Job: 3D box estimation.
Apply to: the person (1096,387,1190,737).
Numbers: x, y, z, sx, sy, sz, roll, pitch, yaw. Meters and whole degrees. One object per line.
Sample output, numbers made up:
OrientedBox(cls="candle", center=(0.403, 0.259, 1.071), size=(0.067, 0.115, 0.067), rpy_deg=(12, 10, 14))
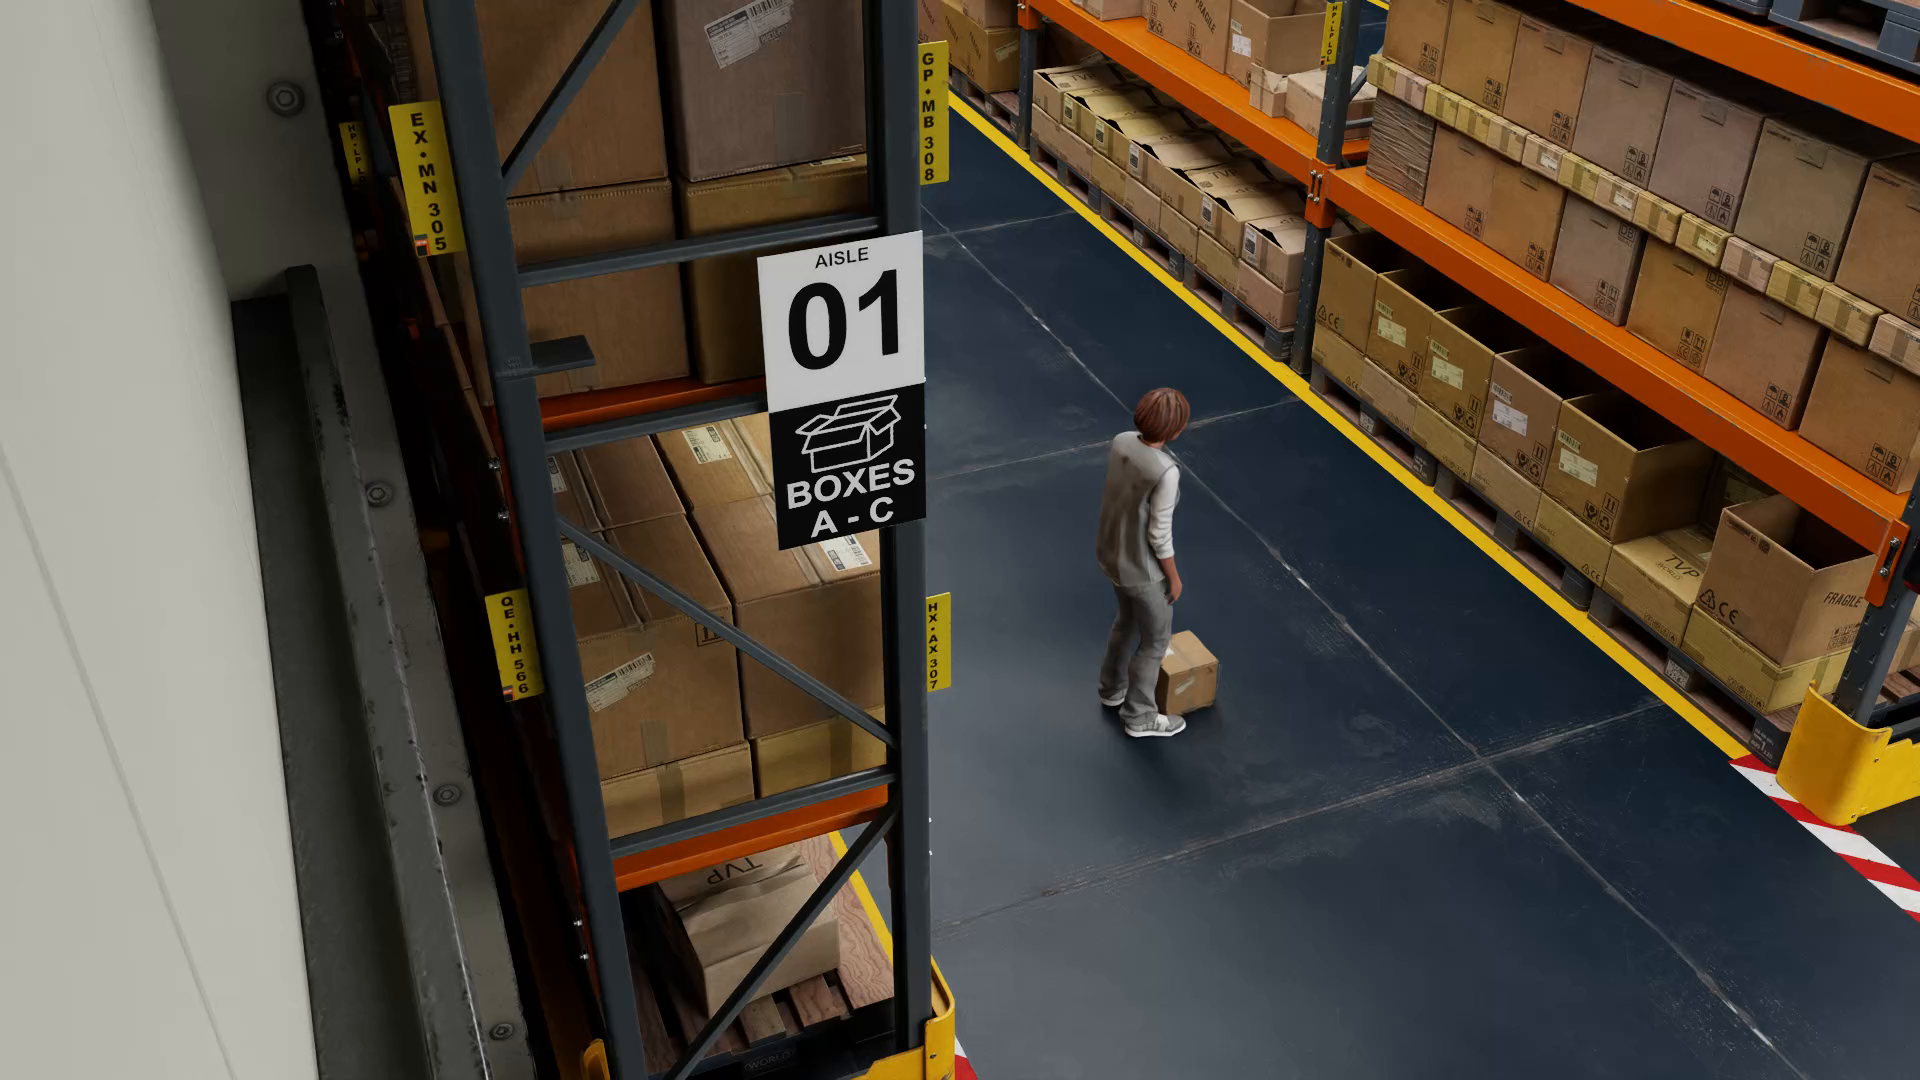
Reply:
OrientedBox(cls="person", center=(0.754, 0.097, 6.917), size=(0.346, 1.593, 0.461), rpy_deg=(-14, 37, -20))
